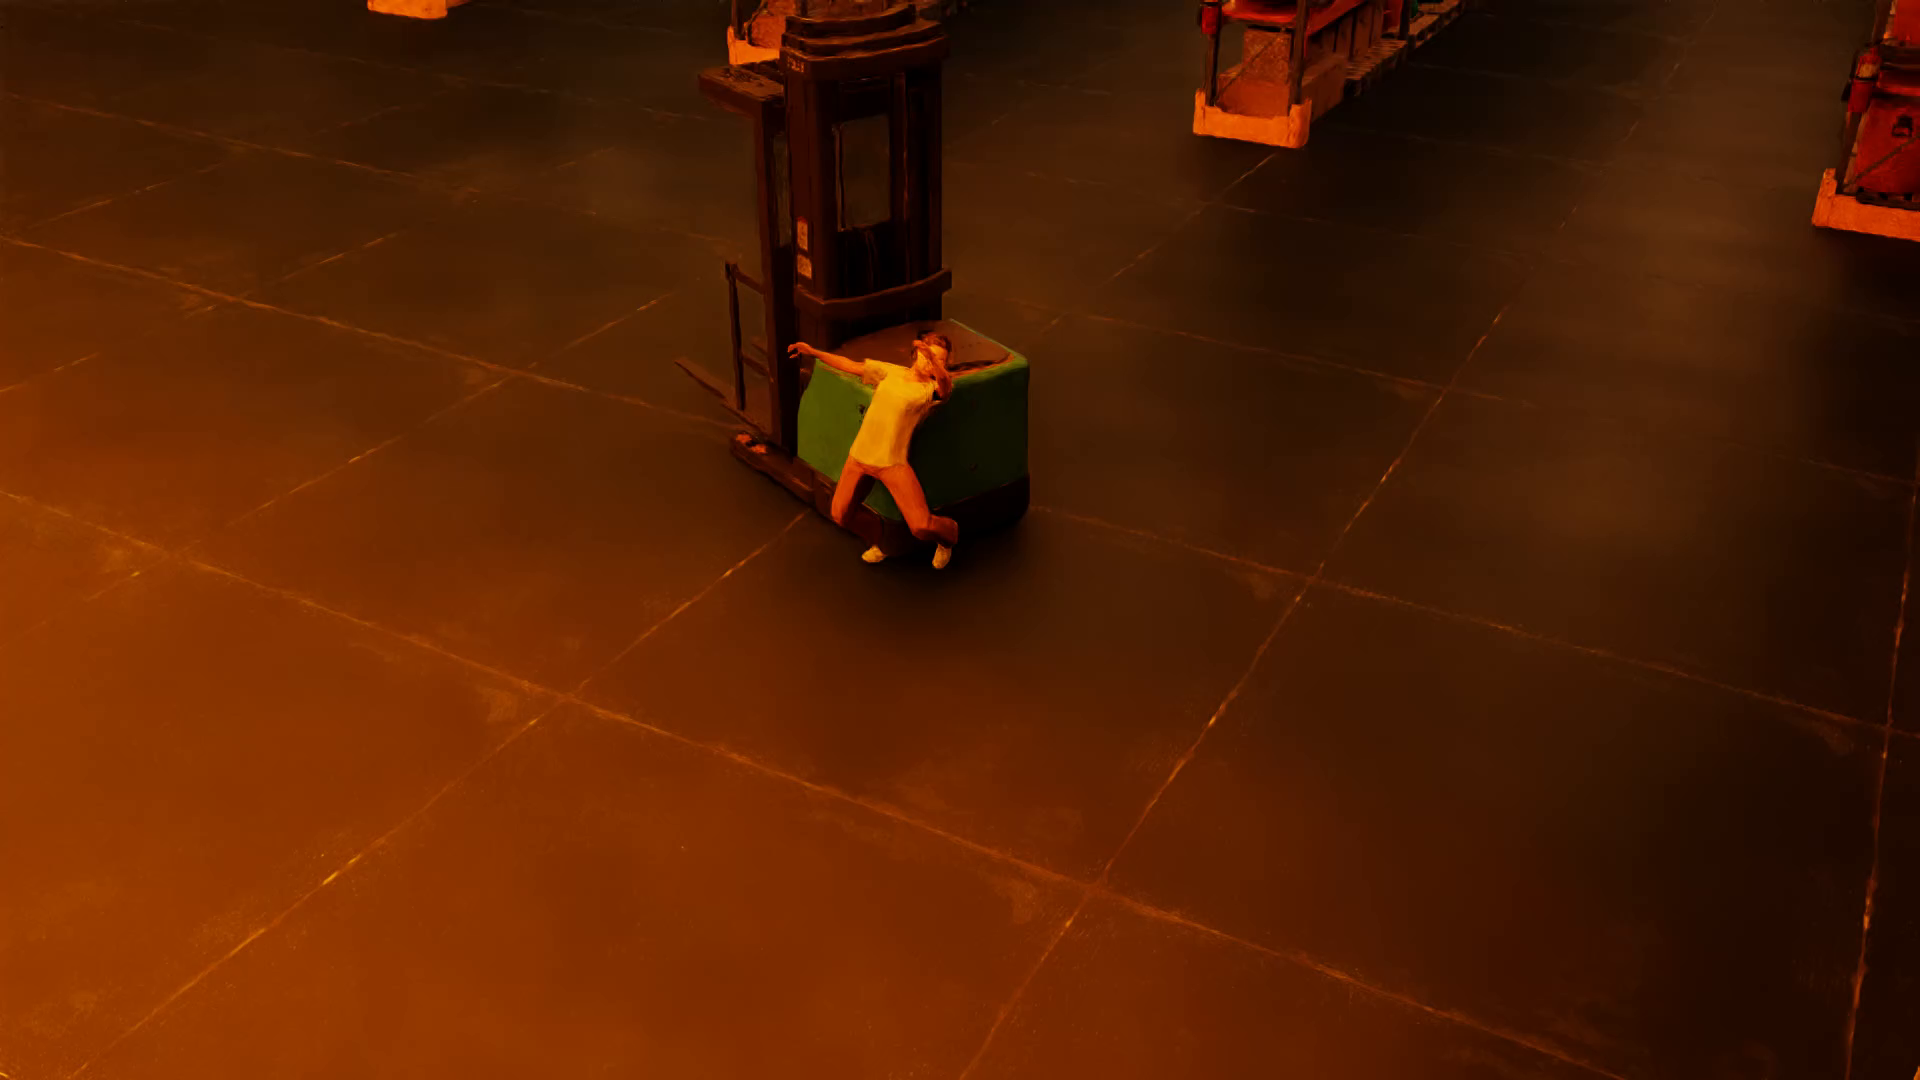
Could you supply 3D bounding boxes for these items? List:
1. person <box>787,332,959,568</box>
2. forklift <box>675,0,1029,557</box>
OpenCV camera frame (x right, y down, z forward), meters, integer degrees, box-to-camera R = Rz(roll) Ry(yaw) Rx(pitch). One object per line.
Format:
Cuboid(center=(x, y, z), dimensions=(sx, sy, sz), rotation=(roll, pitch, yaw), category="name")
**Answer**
Cuboid(center=(-0.435, -0.573, 9.428), dimensions=(0.951, 1.541, 0.654), rotation=(15, 33, 24), category="person")
Cuboid(center=(-0.858, -1.852, 10.279), dimensions=(1.130, 2.935, 3.031), rotation=(-20, 36, -31), category="forklift")
